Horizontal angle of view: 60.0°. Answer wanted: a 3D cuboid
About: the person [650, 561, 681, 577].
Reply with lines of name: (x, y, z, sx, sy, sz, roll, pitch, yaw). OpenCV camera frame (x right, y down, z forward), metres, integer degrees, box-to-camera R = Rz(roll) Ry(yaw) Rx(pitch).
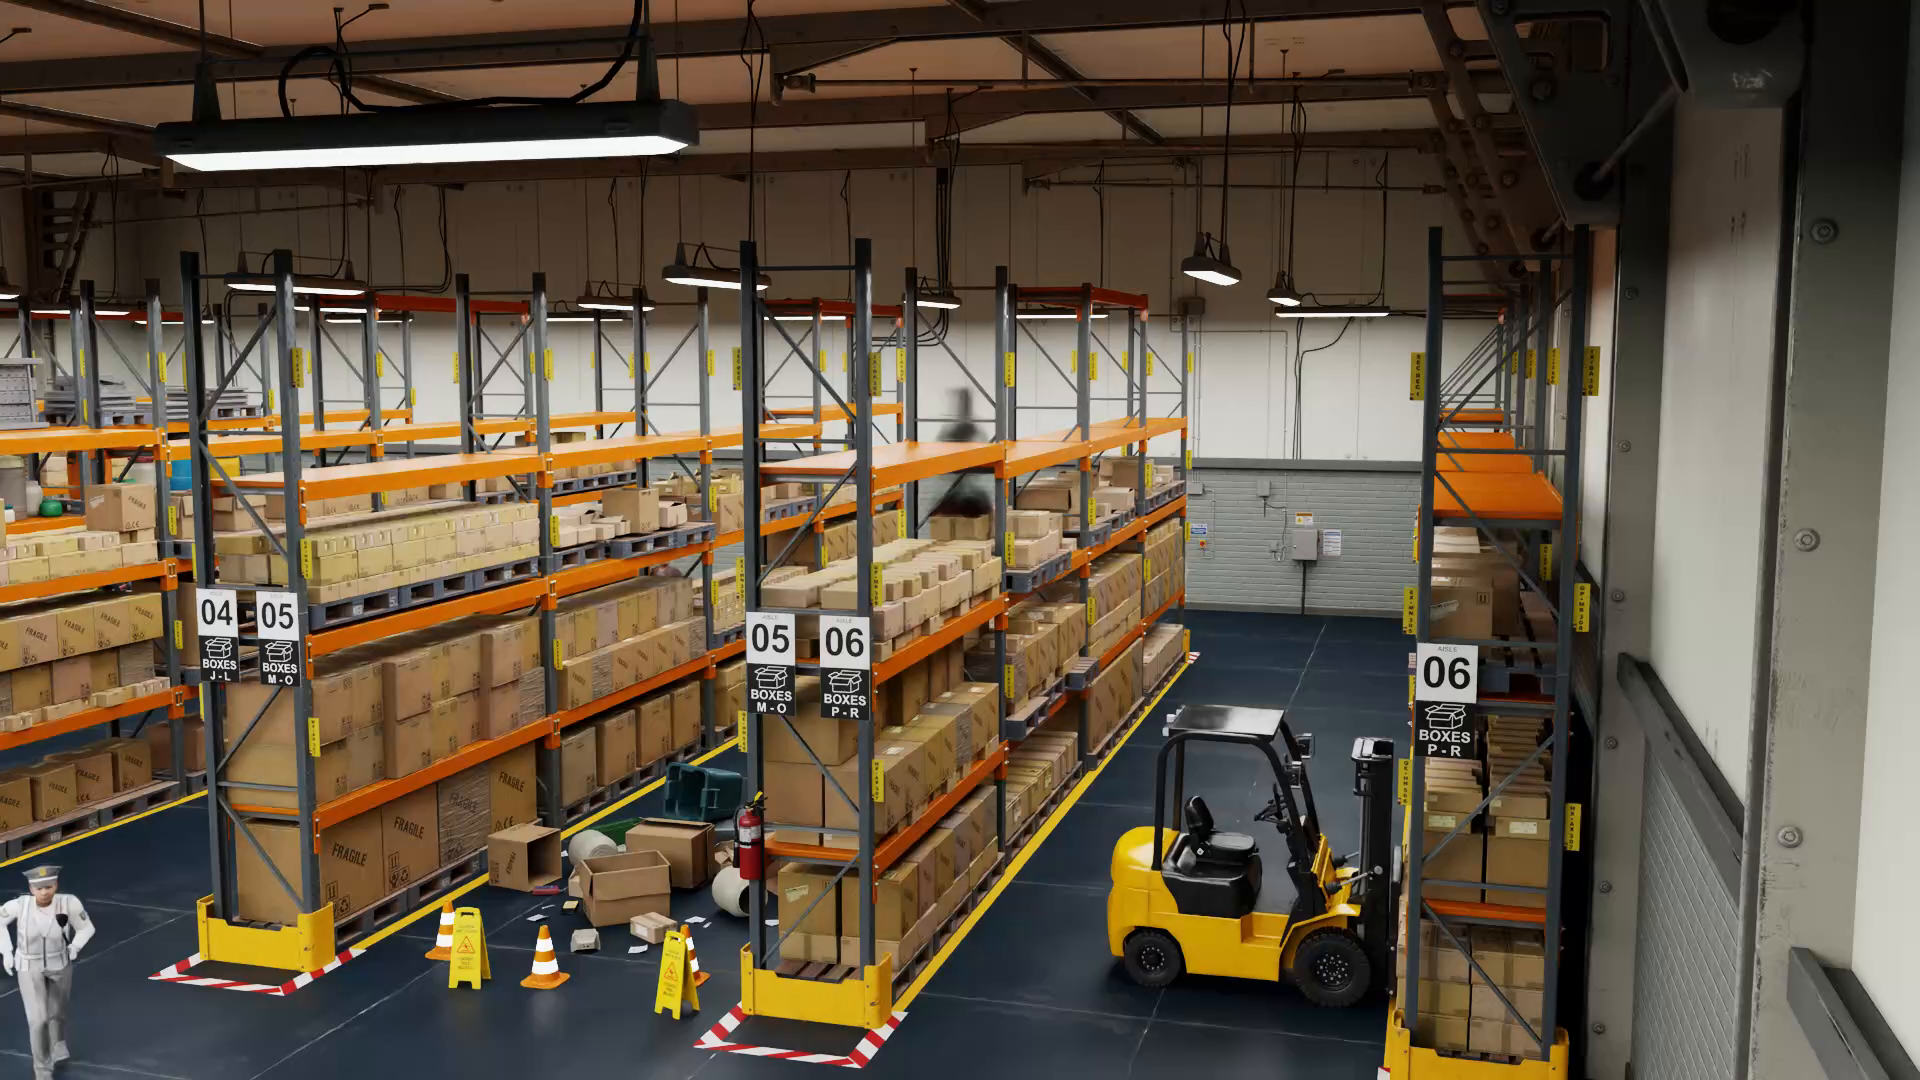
person: (-5.085, 1.109, 28.483, 0.663, 1.829, 0.802, 1, 6, 8)

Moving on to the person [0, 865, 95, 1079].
person: (-6.472, 3.056, 11.777, 0.632, 1.675, 0.856, -4, 8, -33)
